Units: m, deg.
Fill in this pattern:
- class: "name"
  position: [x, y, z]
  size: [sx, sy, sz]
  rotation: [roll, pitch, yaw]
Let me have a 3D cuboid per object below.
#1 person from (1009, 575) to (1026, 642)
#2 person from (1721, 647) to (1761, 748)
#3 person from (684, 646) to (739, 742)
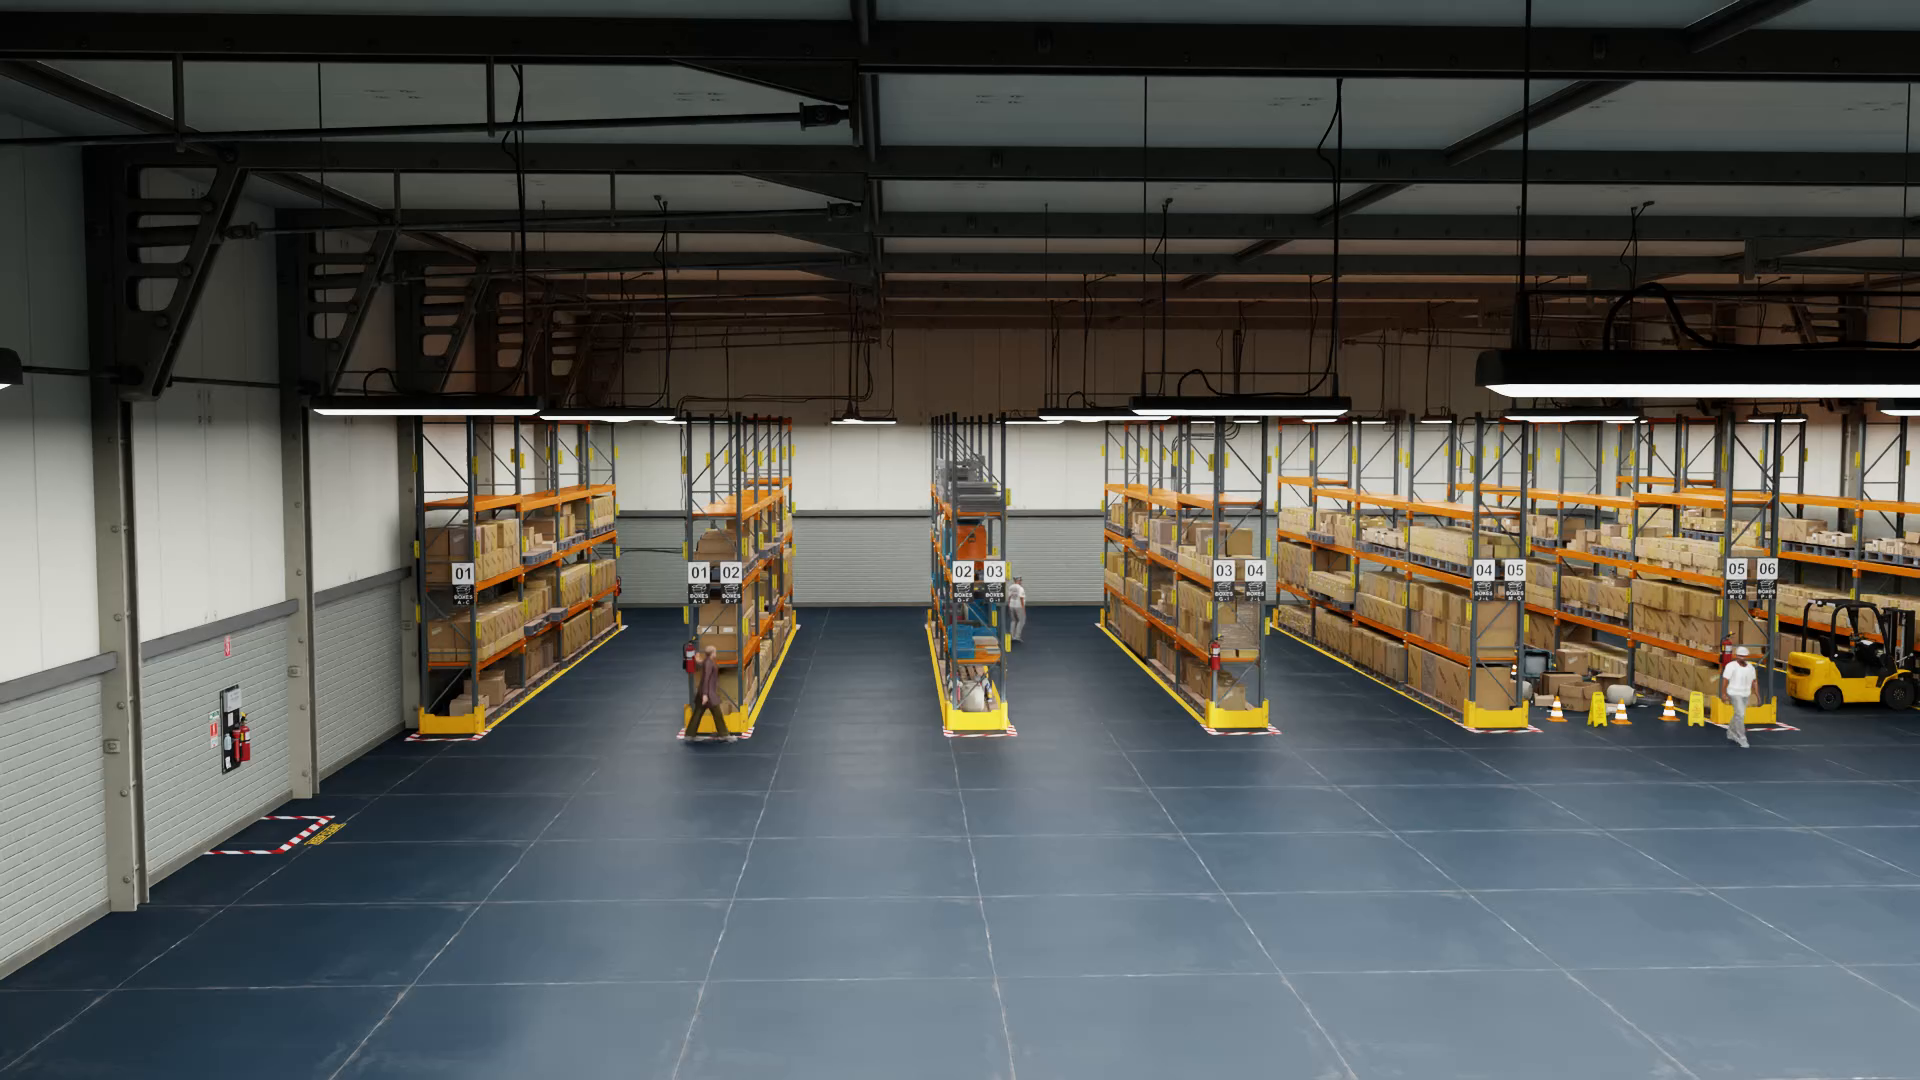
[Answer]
- class: "person"
  position: [1.544, 1.842, 44.440]
  size: [0.417, 1.822, 0.642]
  rotation: [-3, 5, -40]
- class: "person"
  position: [14.070, 2.827, 29.958]
  size: [0.598, 1.823, 0.701]
  rotation: [-1, 4, -18]
- class: "person"
  position: [-4.530, 2.784, 30.152]
  size: [0.970, 1.744, 0.639]
  rotation: [-1, 4, -16]
